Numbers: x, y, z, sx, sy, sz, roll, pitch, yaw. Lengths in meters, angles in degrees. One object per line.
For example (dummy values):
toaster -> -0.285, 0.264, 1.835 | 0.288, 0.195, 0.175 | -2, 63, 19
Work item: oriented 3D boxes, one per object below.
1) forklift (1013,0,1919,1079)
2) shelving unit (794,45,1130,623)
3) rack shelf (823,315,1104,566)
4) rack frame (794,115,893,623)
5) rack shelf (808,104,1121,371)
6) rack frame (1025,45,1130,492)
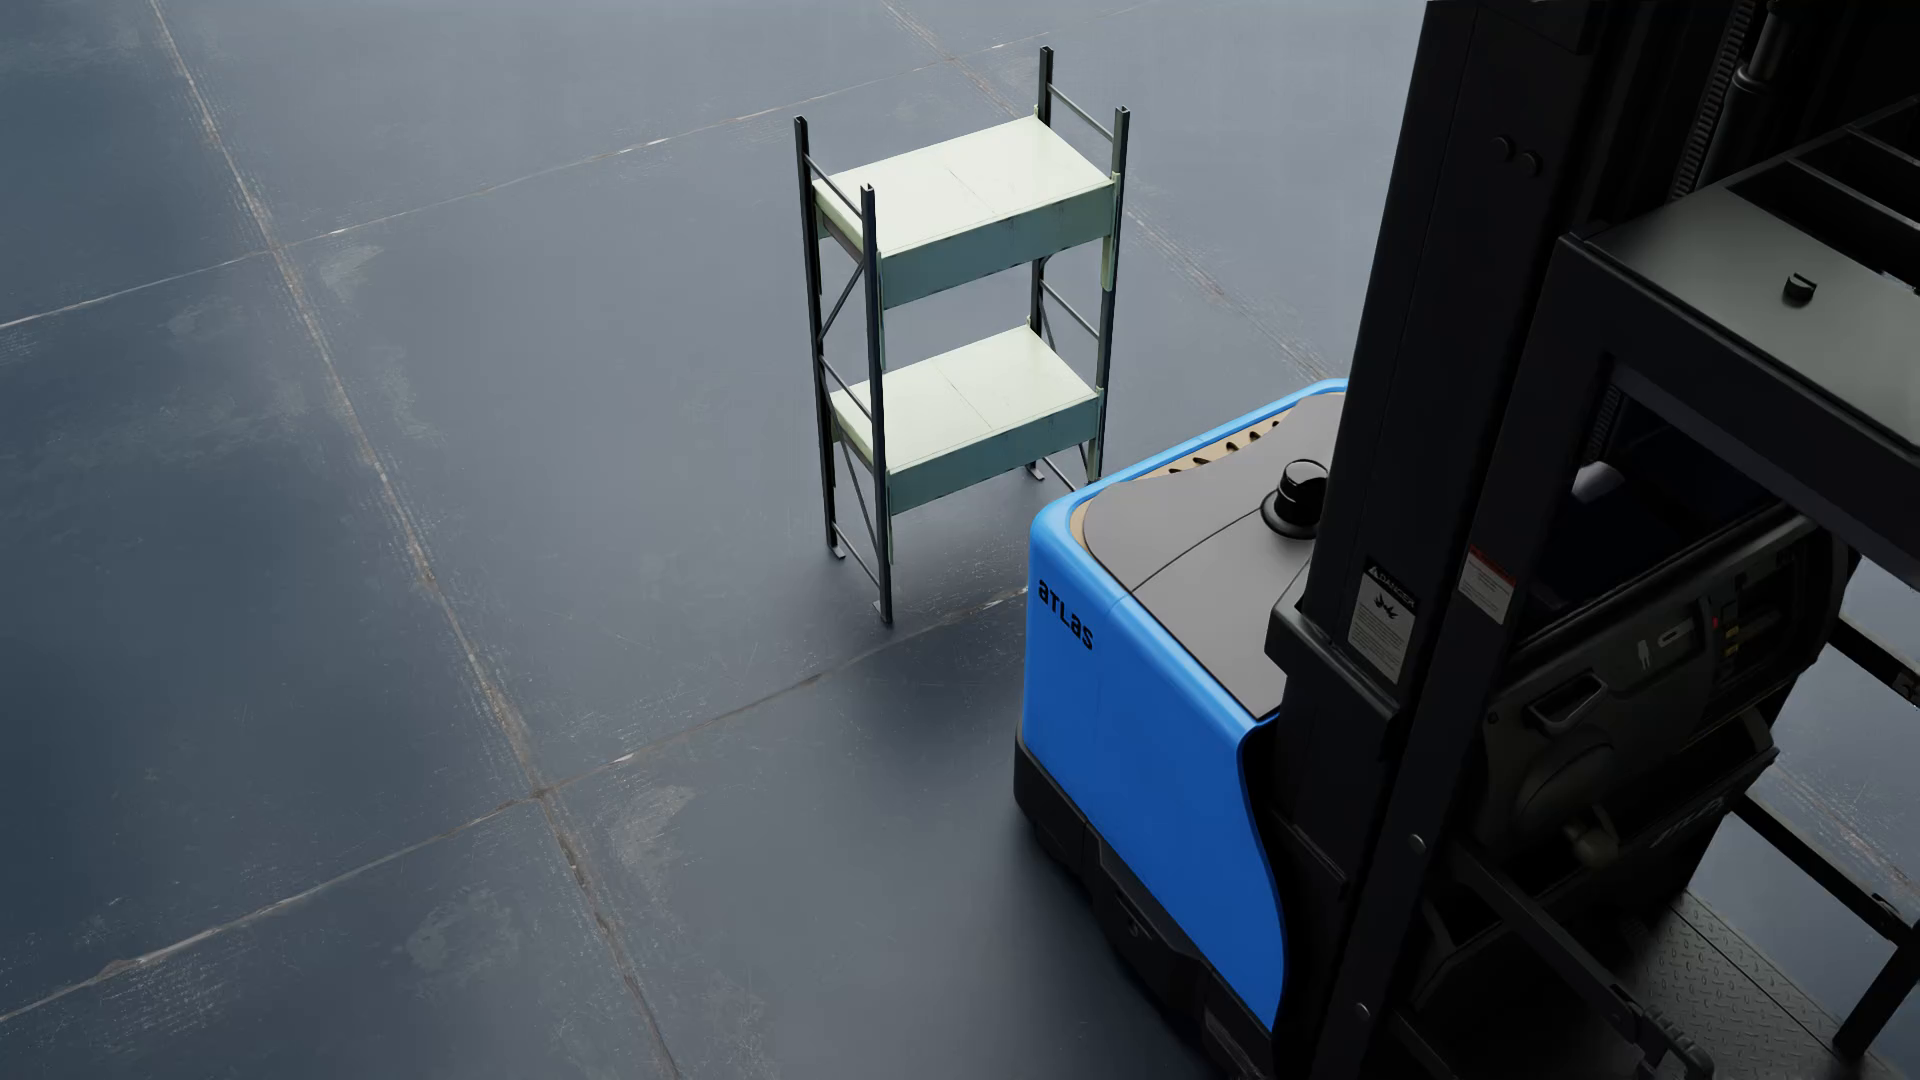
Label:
forklift -> 1.363, 0.336, 2.800 | 1.130, 2.935, 3.031 | -24, 49, -23
shelving unit -> 0.006, -0.541, 4.730 | 0.755, 1.500, 0.431 | -22, 48, -21
rack shelf -> 0.006, -0.307, 4.957 | 0.720, 0.370, 0.431 | -22, 48, -21
rack frame -> -0.312, -0.414, 4.599 | 0.023, 1.500, 0.400 | -22, 48, -21
rack shelf -> 0.006, -0.821, 4.458 | 0.720, 0.370, 0.431 | -22, 48, -21
rack frame -> 0.323, -0.668, 4.861 | 0.023, 1.500, 0.400 | -22, 48, -21
